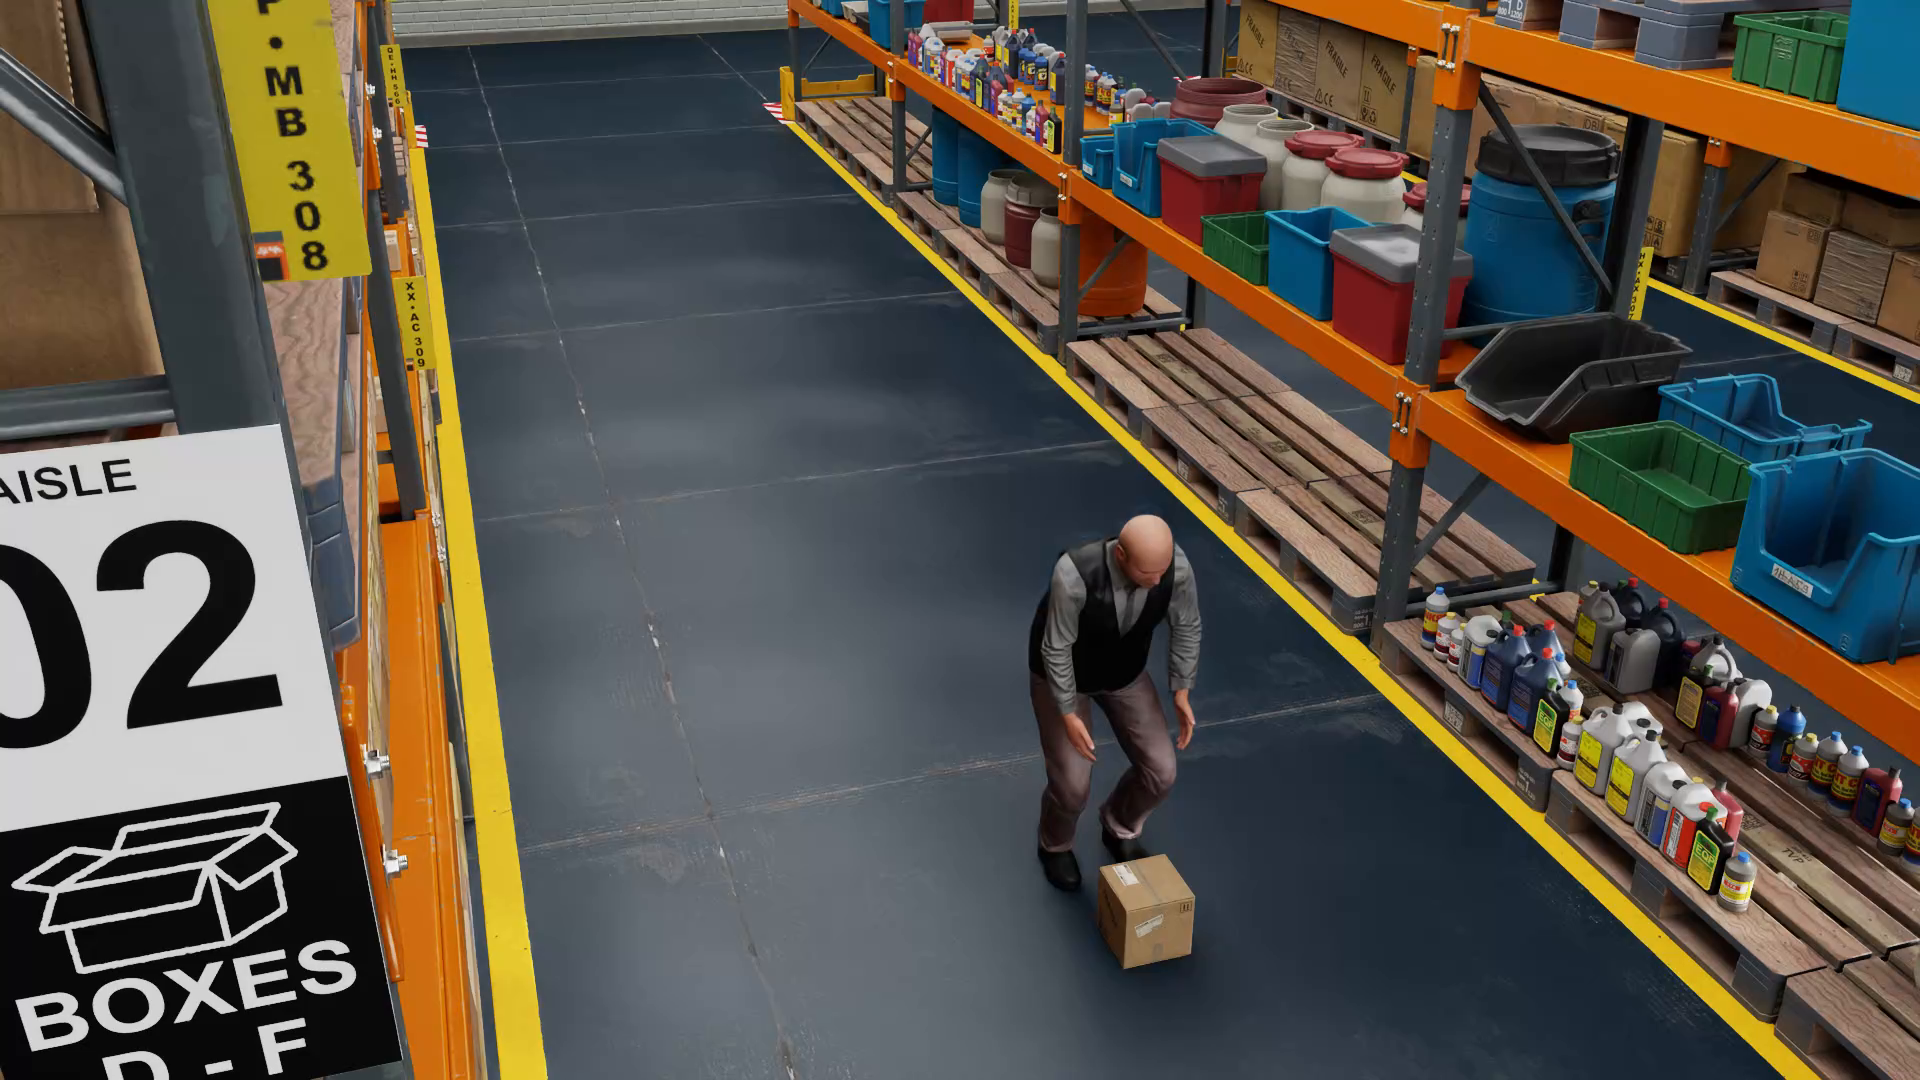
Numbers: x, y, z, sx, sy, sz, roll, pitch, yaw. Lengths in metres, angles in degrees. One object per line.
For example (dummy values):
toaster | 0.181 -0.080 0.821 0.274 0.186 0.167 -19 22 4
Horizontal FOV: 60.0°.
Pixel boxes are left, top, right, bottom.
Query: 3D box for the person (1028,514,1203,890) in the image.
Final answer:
person | 0.533 0.517 5.836 0.588 1.514 0.625 -8 27 -16
